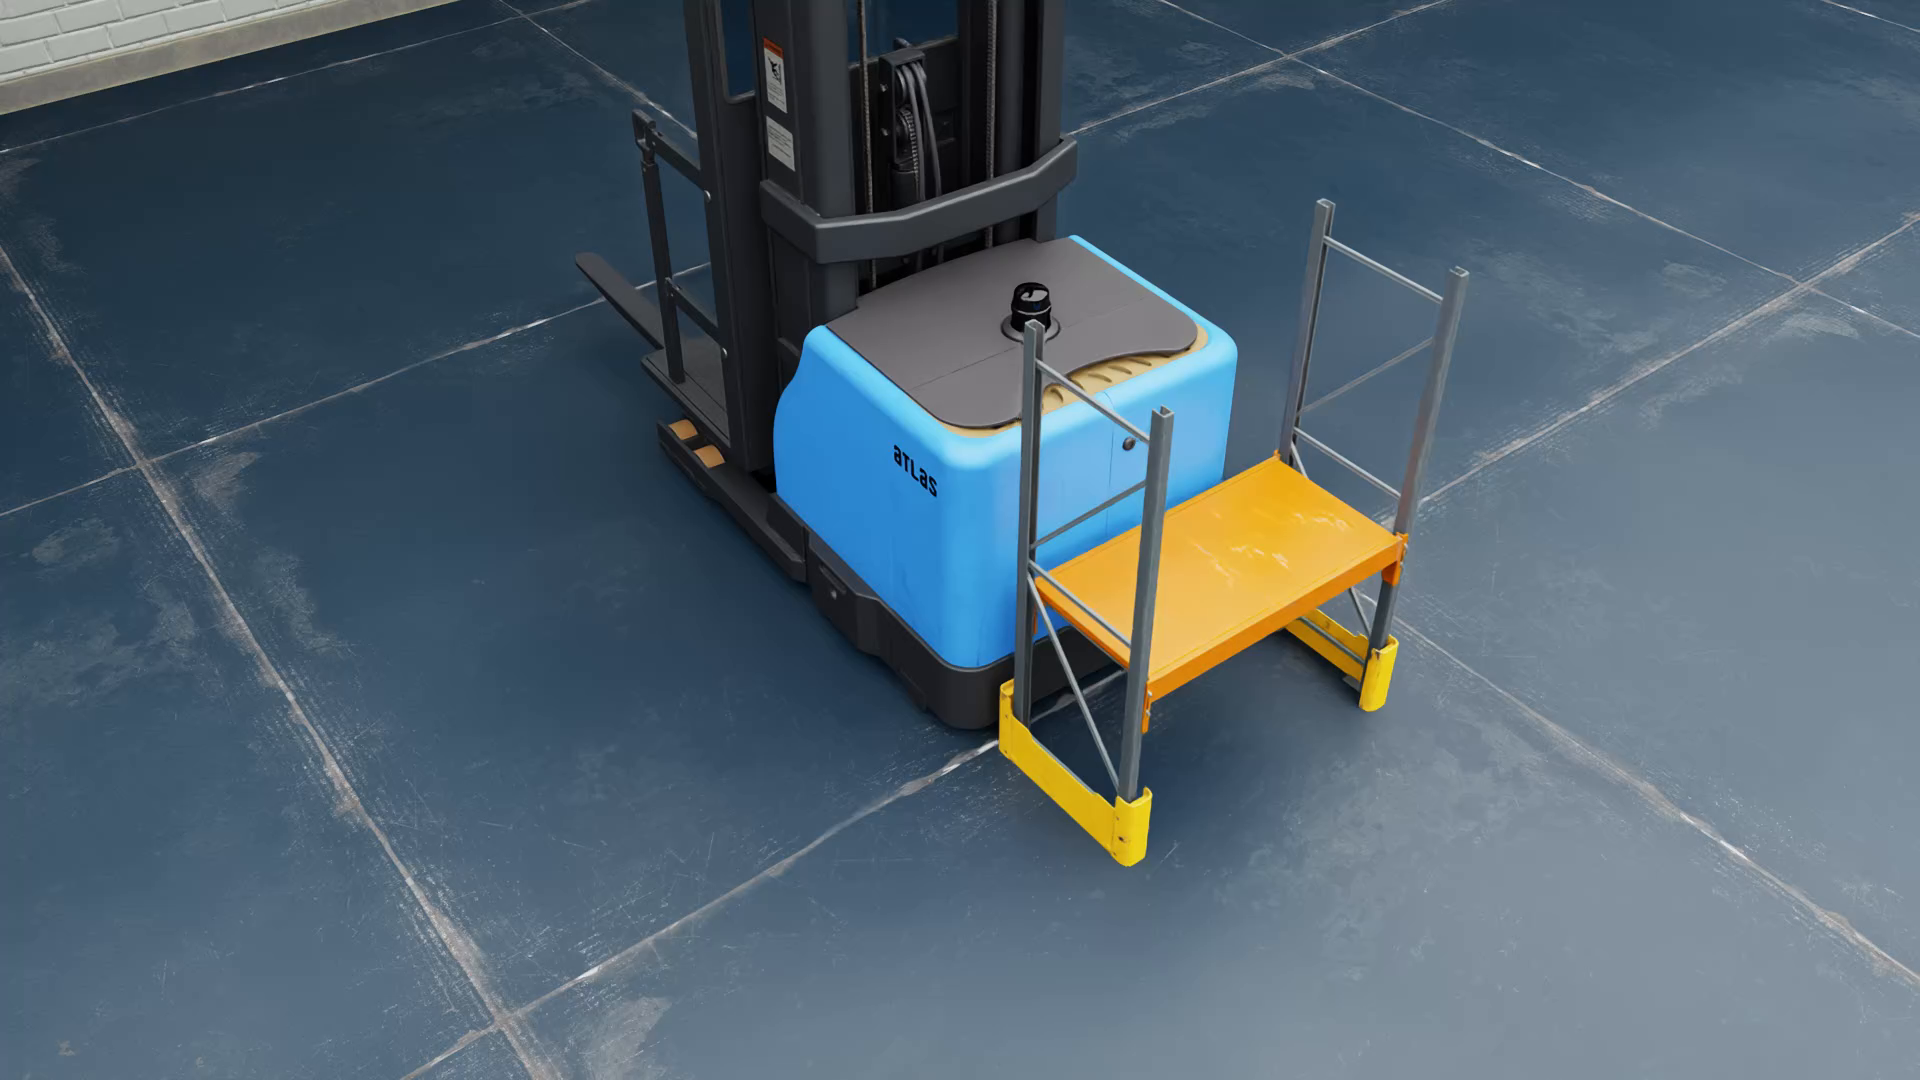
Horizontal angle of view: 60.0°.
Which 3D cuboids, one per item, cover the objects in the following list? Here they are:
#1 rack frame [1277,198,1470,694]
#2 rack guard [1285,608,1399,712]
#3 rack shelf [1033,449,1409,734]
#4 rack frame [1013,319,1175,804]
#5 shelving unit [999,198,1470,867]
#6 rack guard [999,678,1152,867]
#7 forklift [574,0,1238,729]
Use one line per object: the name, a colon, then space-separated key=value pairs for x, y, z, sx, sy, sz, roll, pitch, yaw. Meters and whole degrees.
rack frame: x=1.127 y=-0.217 z=4.831 sx=0.032 sy=1.500 sz=0.500 roll=-26 pitch=46 yaw=-28
rack guard: x=1.111 y=0.273 z=5.219 sx=0.087 sy=0.250 sz=0.587 roll=-26 pitch=46 yaw=-28
rack shelf: x=0.722 y=0.118 z=4.707 sx=1.000 sy=0.185 sz=0.538 roll=-26 pitch=46 yaw=-28
rack frame: x=0.318 y=0.174 z=4.355 sx=0.032 sy=1.500 sz=0.500 roll=-26 pitch=46 yaw=-28
shelving unit: x=0.715 y=-0.018 z=4.589 sx=1.083 sy=1.500 sz=0.587 roll=-26 pitch=46 yaw=-28
rack guard: x=0.319 y=0.656 z=4.752 sx=0.087 sy=0.250 sz=0.587 roll=-26 pitch=46 yaw=-28
forklift: x=-0.440 y=-1.464 z=5.223 sx=1.130 sy=2.935 sz=3.031 roll=-24 pitch=45 yaw=-26
